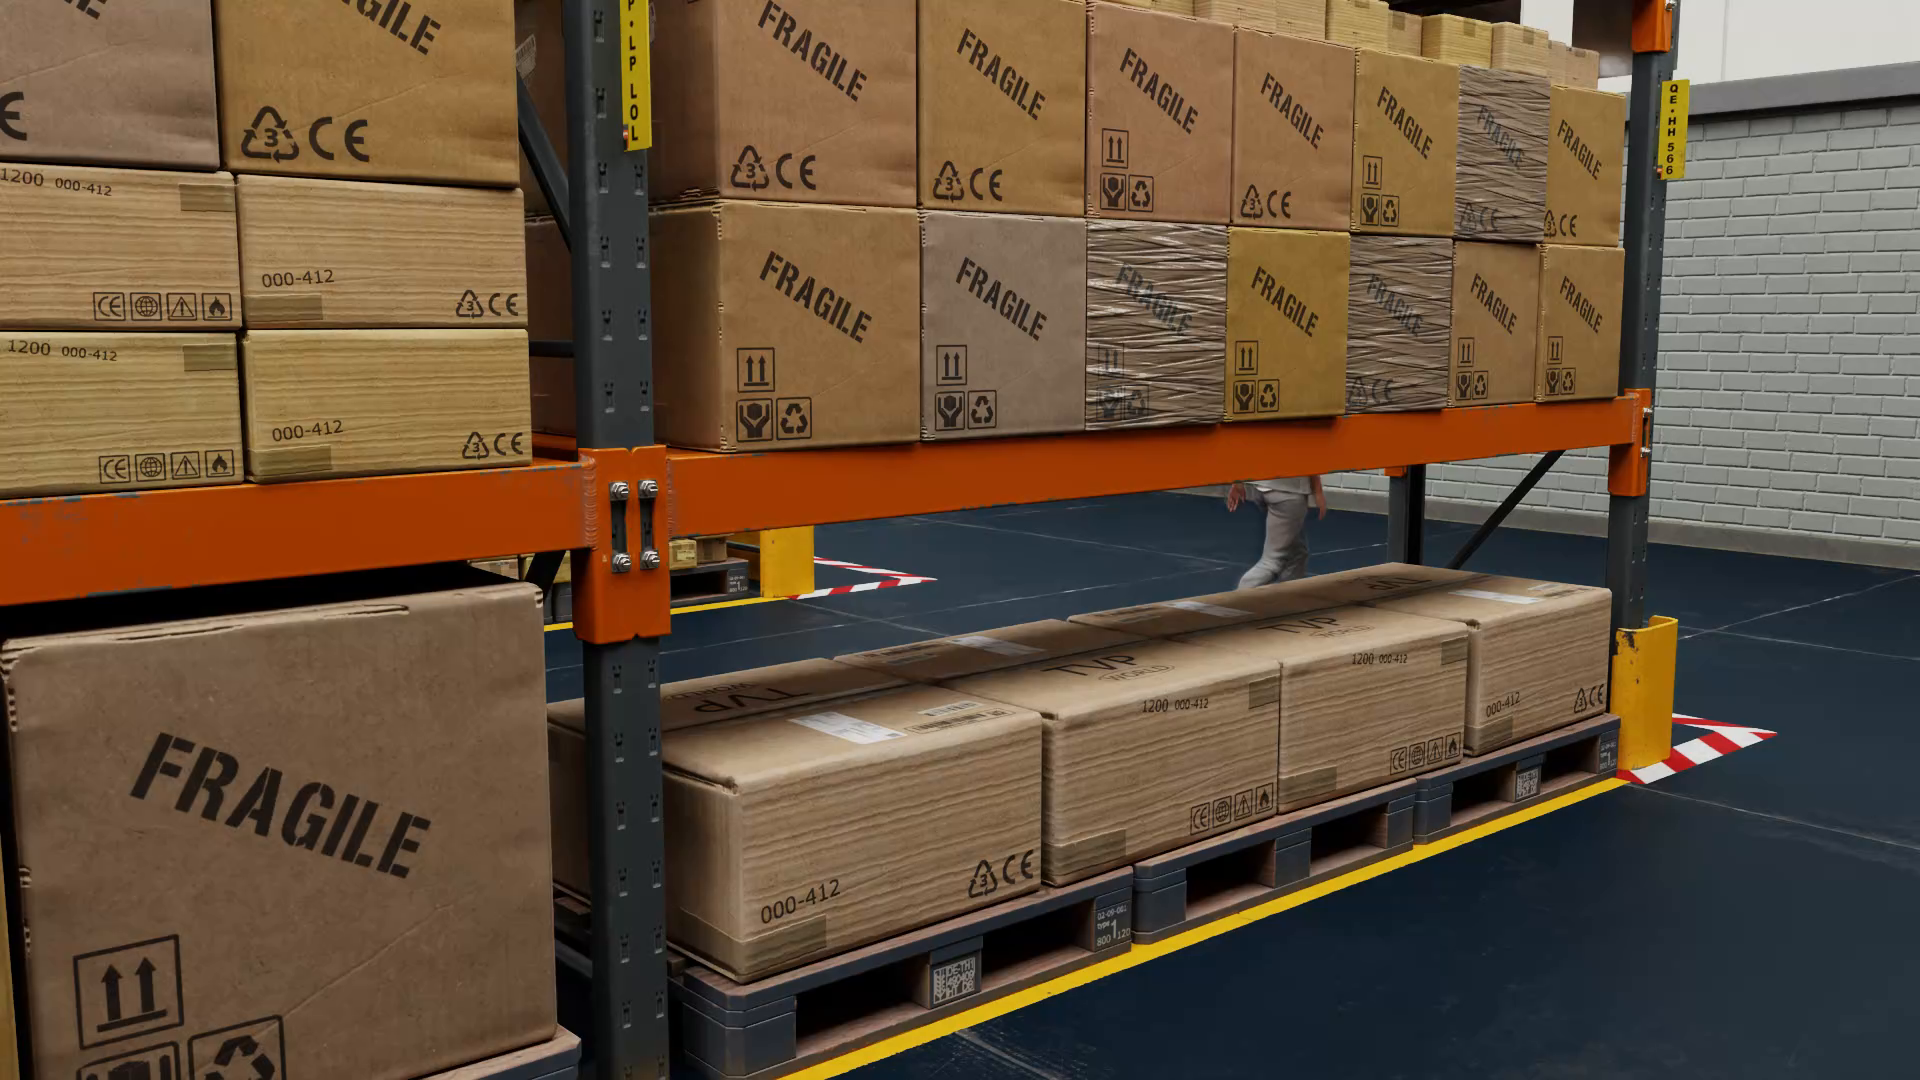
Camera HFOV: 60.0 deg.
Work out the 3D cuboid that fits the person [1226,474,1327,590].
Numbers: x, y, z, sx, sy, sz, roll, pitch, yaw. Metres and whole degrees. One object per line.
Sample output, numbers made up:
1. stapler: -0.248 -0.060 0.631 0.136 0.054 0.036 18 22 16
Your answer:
1. person: 1.518 -0.254 7.707 0.871 1.534 0.495 -3 8 -23
